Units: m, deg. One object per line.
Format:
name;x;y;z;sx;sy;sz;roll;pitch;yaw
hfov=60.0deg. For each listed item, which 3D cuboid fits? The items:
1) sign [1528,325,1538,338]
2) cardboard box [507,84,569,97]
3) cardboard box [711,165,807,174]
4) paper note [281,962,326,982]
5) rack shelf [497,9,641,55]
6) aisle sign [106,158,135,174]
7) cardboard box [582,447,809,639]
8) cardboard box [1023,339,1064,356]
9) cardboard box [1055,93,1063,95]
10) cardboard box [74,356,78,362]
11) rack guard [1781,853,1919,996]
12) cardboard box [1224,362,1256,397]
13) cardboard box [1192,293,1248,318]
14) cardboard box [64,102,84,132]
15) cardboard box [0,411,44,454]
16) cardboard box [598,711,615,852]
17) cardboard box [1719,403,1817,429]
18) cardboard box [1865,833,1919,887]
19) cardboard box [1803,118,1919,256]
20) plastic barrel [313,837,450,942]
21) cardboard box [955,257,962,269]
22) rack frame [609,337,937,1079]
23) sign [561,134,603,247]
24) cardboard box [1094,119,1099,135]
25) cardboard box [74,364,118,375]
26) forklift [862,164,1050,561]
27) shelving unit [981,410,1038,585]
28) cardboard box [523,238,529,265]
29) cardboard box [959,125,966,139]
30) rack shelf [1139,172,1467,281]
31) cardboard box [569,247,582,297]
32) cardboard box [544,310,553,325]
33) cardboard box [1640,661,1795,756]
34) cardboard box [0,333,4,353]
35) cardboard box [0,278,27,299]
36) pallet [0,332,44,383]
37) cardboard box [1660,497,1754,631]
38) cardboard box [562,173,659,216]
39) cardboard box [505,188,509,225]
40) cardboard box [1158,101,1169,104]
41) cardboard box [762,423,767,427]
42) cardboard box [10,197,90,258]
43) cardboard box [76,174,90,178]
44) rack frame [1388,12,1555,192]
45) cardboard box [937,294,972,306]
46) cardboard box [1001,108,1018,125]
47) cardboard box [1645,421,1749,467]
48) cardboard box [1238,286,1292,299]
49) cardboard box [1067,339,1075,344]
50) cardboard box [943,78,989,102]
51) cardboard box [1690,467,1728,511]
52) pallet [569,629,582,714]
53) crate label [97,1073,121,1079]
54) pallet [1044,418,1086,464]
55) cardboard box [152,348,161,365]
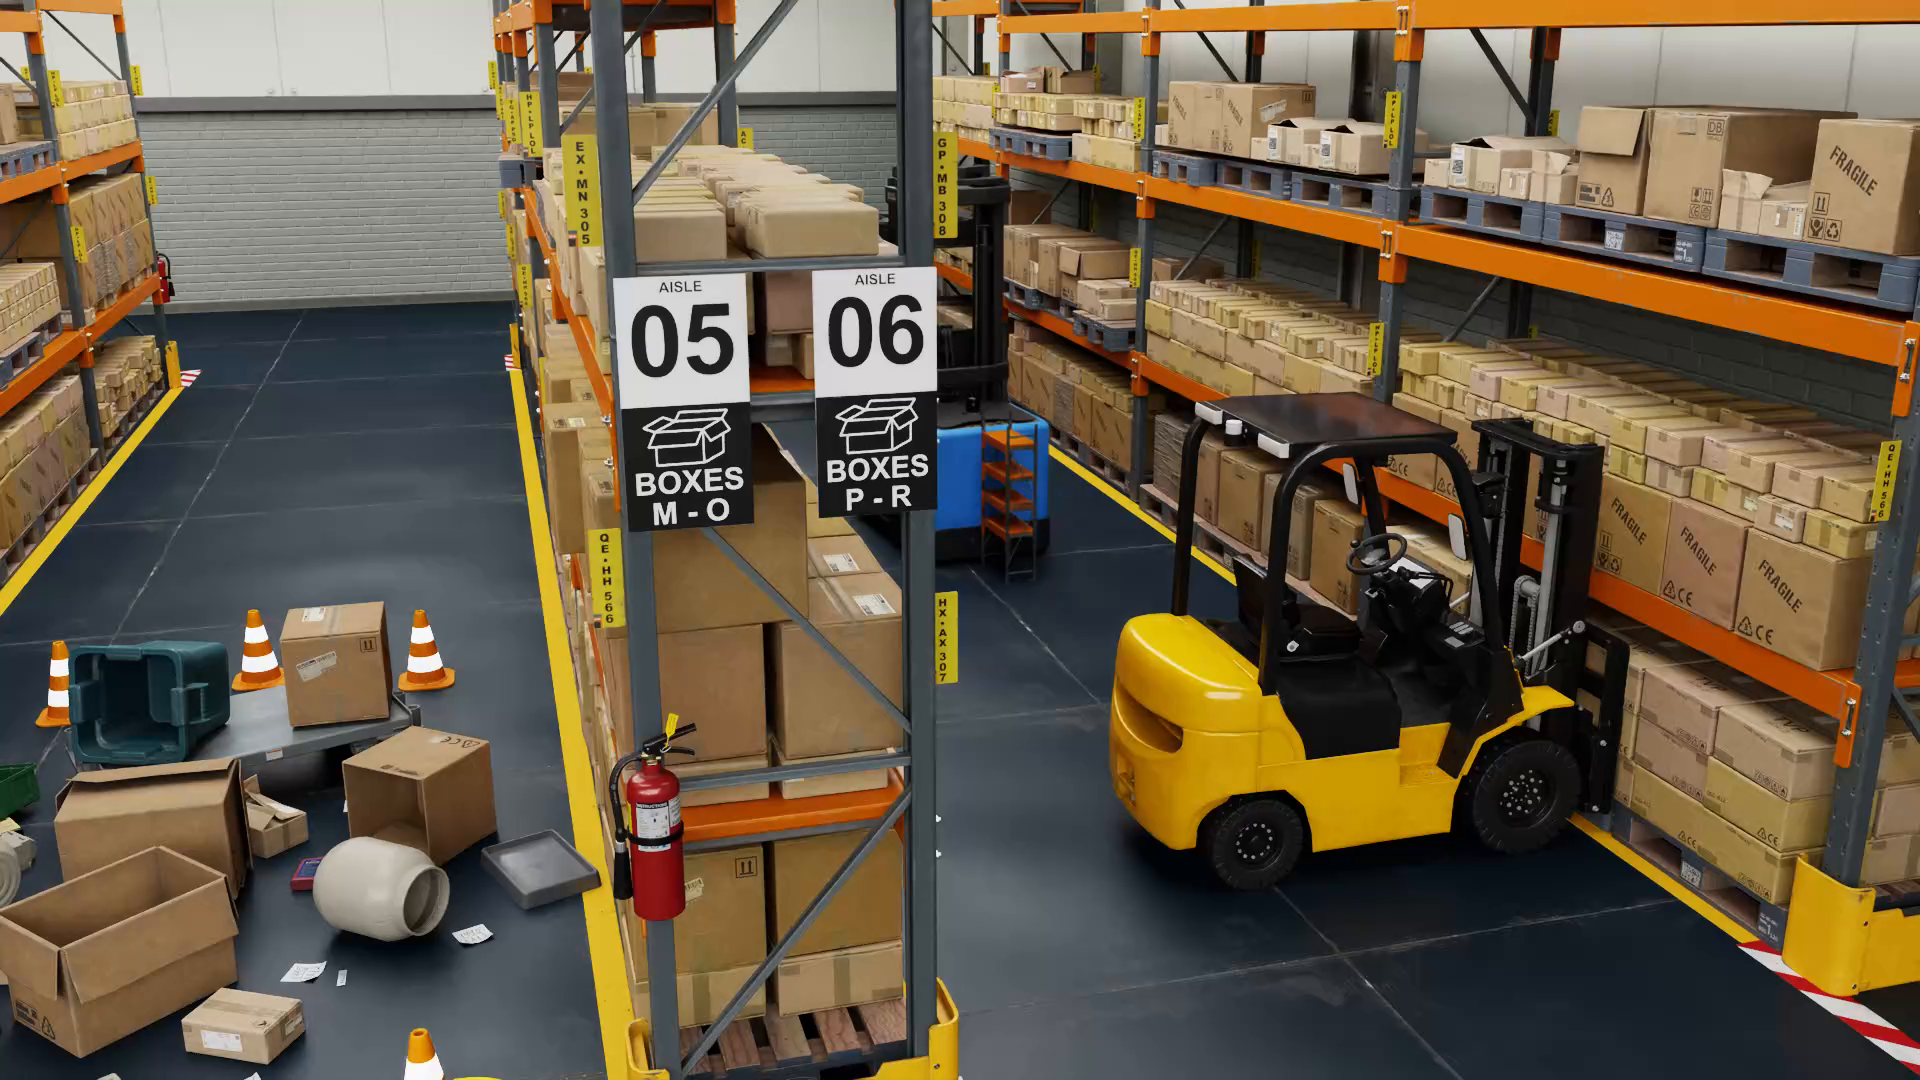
sign;3.627;-1.206;10.611;0.100;0.325;0.005;-5;17;-15
cardboard box;-3.540;-3.573;14.013;0.500;0.500;0.500;-5;17;-15
cardboard box;-0.863;-1.522;7.143;0.380;0.149;0.250;-4;17;-15
paper note;-2.841;1.867;7.203;0.148;0.019;0.142;1;17;4
rack shelf;-3.327;-4.313;14.113;1.077;0.370;4.000;-5;17;-15
aisle sign;-9.439;-4.505;18.716;0.394;0.787;0.004;-5;17;-15
cardboard box;-0.929;-0.003;5.818;0.700;0.500;0.500;-5;17;-17
cardboard box;0.889;-2.046;17.537;0.380;0.149;0.250;-5;17;-17
cardboard box;1.182;-4.487;16.977;0.380;0.149;0.250;-5;17;-15
cardboard box;-9.538;-1.879;17.684;0.380;0.149;0.250;-4;17;-13
rack guard;4.200;1.601;7.254;1.175;0.500;0.348;-5;17;-15
cardboard box;2.304;-1.177;12.417;0.500;0.250;0.500;-4;17;-13
cardboard box;2.053;-1.849;13.092;0.380;0.149;0.250;-4;17;-15
cardboard box;-8.642;-4.004;15.745;0.500;0.250;0.500;-5;17;-15
cardboard box;-7.728;-0.854;13.393;0.500;0.250;0.500;-5;17;-15
cardboard box;-1.328;1.062;7.449;0.500;0.500;0.500;-5;17;-17
cardboard box;4.053;-0.582;8.356;0.380;0.149;0.250;-5;17;-17
cardboard box;4.246;1.361;7.755;0.500;0.250;0.500;-5;17;-15
cardboard box;3.837;-1.440;6.739;0.500;0.500;0.500;-4;17;-13
plastic barrel;-2.602;1.573;7.480;0.512;0.421;0.421;7;18;23
cardboard box;0.158;-3.298;19.655;0.380;0.149;0.250;-5;17;-15
rack frame;-0.578;0.791;5.606;1.000;3.000;0.127;-5;17;-15
sign;-1.118;-1.032;4.920;0.100;0.325;0.005;-5;17;-15
cardboard box;1.435;-3.737;15.031;0.380;0.149;0.250;-5;17;-15
cardboard box;-8.878;-1.705;17.105;0.380;0.149;0.250;-5;18;-18
forklift;-0.295;-1.627;13.774;1.130;2.935;3.031;-6;18;-20
shelving unit;0.365;-0.322;12.440;0.258;1.200;0.503;-6;18;-20
cardboard box;-3.319;-2.213;13.692;0.500;0.500;0.500;-4;17;-14
cardboard box;0.199;-4.671;19.012;0.380;0.149;0.250;-5;17;-15
rack shelf;2.544;-2.355;12.113;1.077;0.370;4.000;-5;17;-15
cardboard box;-1.262;-1.119;6.494;0.500;0.250;0.500;-4;17;-14
cardboard box;-2.444;-1.242;10.952;0.500;0.500;0.500;-5;18;-17
cardboard box;3.621;0.790;7.918;0.500;0.250;0.500;-4;17;-14
cardboard box;-7.737;-1.520;13.006;0.380;0.149;0.250;-4;17;-13
cardboard box;-8.030;-2.093;13.878;0.380;0.149;0.250;-5;18;-17
pallet;-8.092;-1.455;13.417;1.003;0.211;1.213;-5;17;-15
cardboard box;3.672;0.090;7.766;0.500;0.500;0.500;-4;17;-14
cardboard box;-1.409;-1.399;6.733;0.380;0.149;0.250;-4;17;-14
cardboard box;-4.969;-3.864;19.191;0.500;0.500;0.500;-5;17;-17
cardboard box;1.929;-3.849;14.887;0.380;0.149;0.250;-4;17;-13
cardboard box;-1.316;-0.403;8.889;0.500;0.500;0.500;-5;17;-17
cardboard box;-8.498;-2.923;15.539;0.500;0.500;0.500;-4;17;-14
cardboard box;-9.839;-3.740;18.260;0.500;0.500;0.500;-5;17;-16
rack frame;3.094;-3.583;9.737;1.000;3.000;0.127;-5;17;-15
cardboard box;-0.127;-2.858;21.360;0.797;0.503;0.637;-5;18;-17
cardboard box;0.633;-4.299;16.869;0.380;0.149;0.250;-5;17;-15
cardboard box;3.521;-0.460;7.952;0.380;0.149;0.250;-4;17;-14
cardboard box;2.470;-1.960;13.463;0.380;0.149;0.250;-5;17;-15
cardboard box;1.351;-2.085;17.668;0.380;0.149;0.250;-5;17;-15
cardboard box;0.099;-5.212;19.251;0.500;0.250;0.500;-4;17;-14
cardboard box;3.660;-0.250;7.768;0.380;0.149;0.250;-5;17;-16
pallet;-1.893;0.804;10.407;1.003;0.211;1.213;-5;17;-15
crate label;-3.186;2.114;6.177;0.298;0.136;0.250;16;23;42
pallet;1.494;-1.027;16.503;1.003;0.211;1.213;-5;17;-15
cardboard box;-9.288;-2.071;18.840;0.380;0.149;0.250;-5;17;-17
